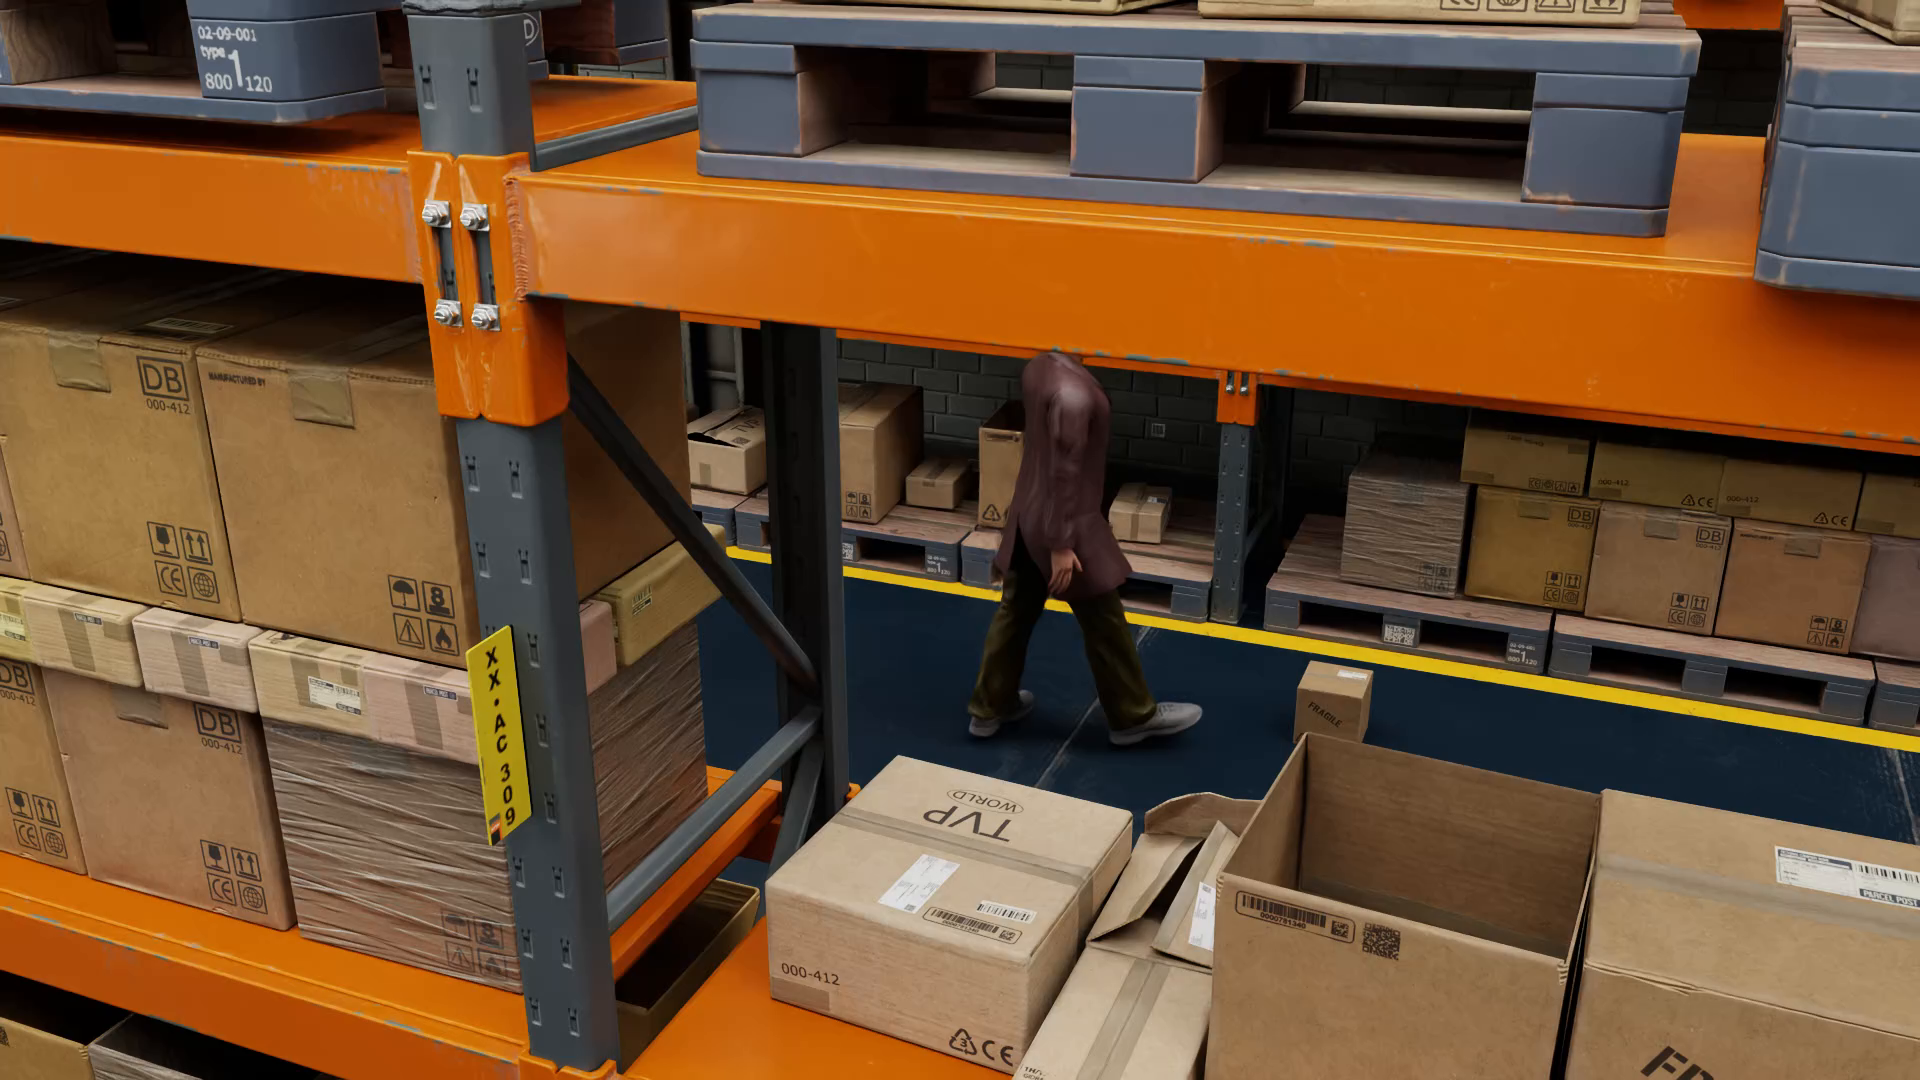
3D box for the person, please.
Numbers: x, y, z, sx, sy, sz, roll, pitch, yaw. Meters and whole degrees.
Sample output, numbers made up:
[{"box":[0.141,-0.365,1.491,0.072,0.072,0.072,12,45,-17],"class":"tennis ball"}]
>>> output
[{"box":[0.457,-0.077,6.266,0.857,1.754,0.616,-7,23,-16],"class":"person"}]
